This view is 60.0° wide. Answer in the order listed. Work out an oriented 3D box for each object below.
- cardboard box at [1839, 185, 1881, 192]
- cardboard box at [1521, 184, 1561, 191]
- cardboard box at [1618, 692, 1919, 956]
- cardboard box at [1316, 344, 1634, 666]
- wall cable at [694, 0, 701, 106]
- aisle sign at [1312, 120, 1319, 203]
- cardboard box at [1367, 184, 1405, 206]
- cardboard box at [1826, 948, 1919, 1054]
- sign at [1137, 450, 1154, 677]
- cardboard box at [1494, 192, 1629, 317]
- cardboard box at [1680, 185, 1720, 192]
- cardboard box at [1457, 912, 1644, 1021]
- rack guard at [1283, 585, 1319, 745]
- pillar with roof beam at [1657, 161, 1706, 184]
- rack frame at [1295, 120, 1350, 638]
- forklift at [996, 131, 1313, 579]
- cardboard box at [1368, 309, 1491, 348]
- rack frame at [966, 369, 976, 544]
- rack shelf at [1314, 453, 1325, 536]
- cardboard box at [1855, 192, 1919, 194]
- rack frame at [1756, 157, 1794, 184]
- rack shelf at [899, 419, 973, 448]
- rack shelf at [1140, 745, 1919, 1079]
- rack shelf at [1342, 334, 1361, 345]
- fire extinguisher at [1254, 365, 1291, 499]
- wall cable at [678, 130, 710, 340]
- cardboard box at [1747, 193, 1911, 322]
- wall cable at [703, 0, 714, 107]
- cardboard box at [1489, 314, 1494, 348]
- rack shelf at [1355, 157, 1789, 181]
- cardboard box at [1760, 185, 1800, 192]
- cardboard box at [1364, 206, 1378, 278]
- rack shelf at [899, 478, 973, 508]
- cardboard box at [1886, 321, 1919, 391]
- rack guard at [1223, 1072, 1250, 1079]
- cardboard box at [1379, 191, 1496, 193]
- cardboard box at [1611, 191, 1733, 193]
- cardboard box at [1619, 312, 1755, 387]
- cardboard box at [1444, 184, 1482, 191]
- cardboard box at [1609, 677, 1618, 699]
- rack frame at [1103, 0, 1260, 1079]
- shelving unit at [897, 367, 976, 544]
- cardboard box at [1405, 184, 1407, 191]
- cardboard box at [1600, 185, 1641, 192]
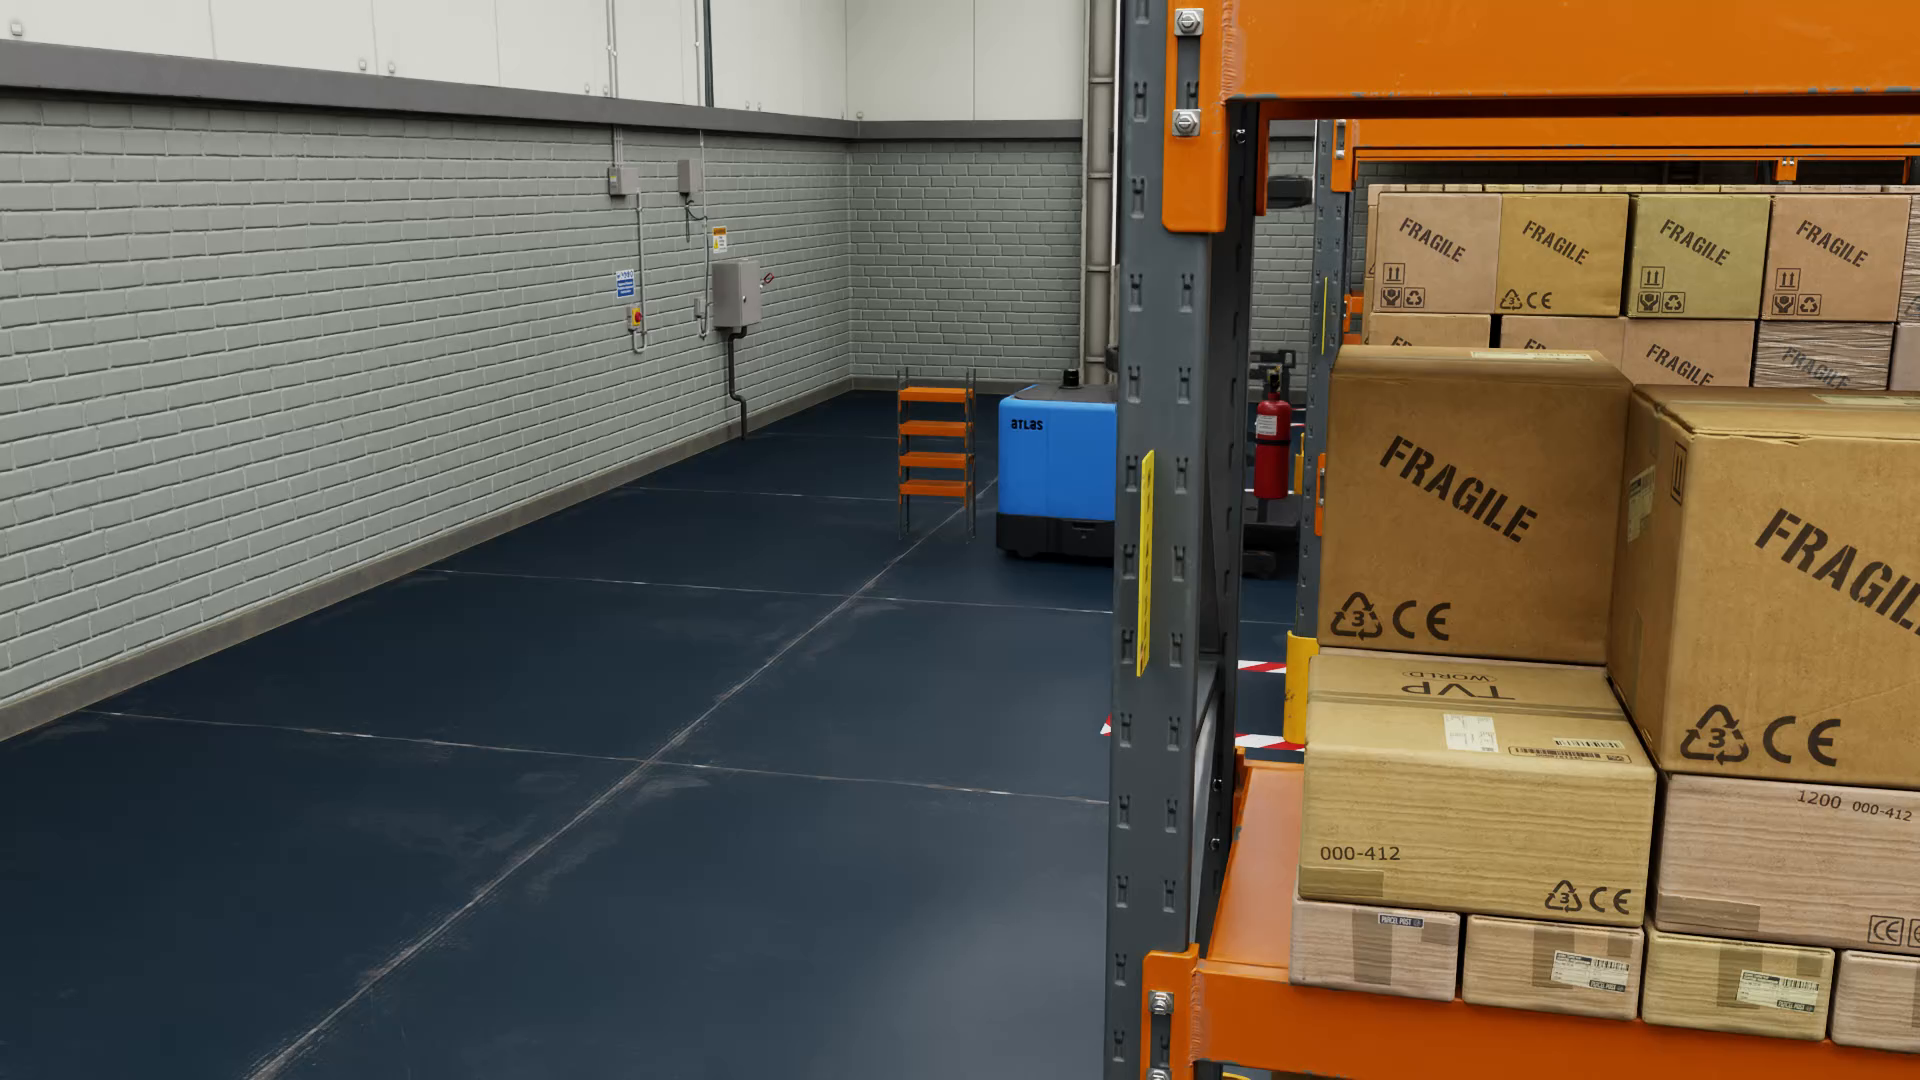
[{"bbox_3d":[6.067,-2.336,11.301,0.250,0.149,0.380,3,13,15],"label":"cardboard box"},{"bbox_3d":[4.091,-2.433,11.737,0.250,0.149,0.380,3,13,14],"label":"cardboard box"},{"bbox_3d":[1.322,0.415,2.598,0.500,0.250,0.500,3,13,13],"label":"cardboard box"},{"bbox_3d":[0.951,-0.089,3.136,0.500,0.500,0.500,3,13,14],"label":"cardboard box"},{"bbox_3d":[-2.618,-5.027,13.617,0.029,3.000,2.355,3,13,14],"label":"wall cable"},{"bbox_3d":[1.558,-1.868,7.226,0.004,0.787,0.394,3,13,14],"label":"aisle sign"},{"bbox_3d":[3.067,-2.481,11.956,0.250,0.149,0.380,3,13,15],"label":"cardboard box"},{"bbox_3d":[1.432,0.630,2.551,0.250,0.149,0.380,3,13,13],"label":"cardboard box"},{"bbox_3d":[0.276,0.035,2.471,0.005,0.325,0.100,3,13,14],"label":"sign"},{"bbox_3d":[2.565,-1.236,7.155,0.500,0.500,0.500,3,13,15],"label":"cardboard box"},{"bbox_3d":[5.071,-2.379,11.495,0.250,0.149,0.380,3,13,12],"label":"cardboard box"},{"bbox_3d":[0.930,0.603,2.670,0.250,0.149,0.380,3,13,13],"label":"cardboard box"},{"bbox_3d":[1.775,0.566,8.028,0.348,0.500,1.175,3,13,14],"label":"rack guard"},{"bbox_3d":[6.367,-4.790,12.548,0.400,9.000,9.100,3,13,14],"label":"pillar with roof beam"},{"bbox_3d":[1.701,-0.658,7.775,0.127,3.000,1.000,3,13,14],"label":"rack frame"},{"bbox_3d":[1.817,-1.313,10.884,3.031,2.935,1.130,4,13,17],"label":"forklift"},{"bbox_3d":[2.071,-0.771,7.365,0.500,0.500,0.500,4,13,16],"label":"cardboard box"},{"bbox_3d":[0.076,-0.582,11.585,0.015,1.200,0.240,3,13,14],"label":"rack frame"},{"bbox_3d":[3.643,-0.203,7.385,4.000,0.370,1.077,3,13,14],"label":"rack shelf"},{"bbox_3d":[4.216,-1.264,7.279,0.500,0.500,0.500,3,13,14],"label":"cardboard box"},{"bbox_3d":[7.858,-2.541,16.261,0.127,3.000,1.000,3,13,14],"label":"rack frame"},{"bbox_3d":[-0.161,-0.747,11.609,0.480,0.148,0.258,3,13,14],"label":"rack shelf"},{"bbox_3d":[2.356,0.835,2.708,4.000,0.370,1.077,3,13,14],"label":"rack shelf"},{"bbox_3d":[4.731,-1.249,12.101,4.000,0.370,1.077,3,13,14],"label":"rack shelf"},{"bbox_3d":[1.567,-0.549,8.320,0.183,0.674,0.296,3,13,14],"label":"fire extinguisher"},{"bbox_3d":[-2.363,-2.787,15.024,0.122,1.984,0.588,3,13,14],"label":"wall cable"},{"bbox_3d":[3.560,-1.179,6.897,0.500,0.500,0.500,3,13,12],"label":"cardboard box"},{"bbox_3d":[-1.914,-5.629,16.244,0.133,3.039,2.988,3,13,14],"label":"wall cable"},{"bbox_3d":[2.698,-0.855,7.746,0.500,0.500,0.500,3,13,13],"label":"cardboard box"},{"bbox_3d":[5.916,-3.758,16.481,4.000,0.370,1.077,3,13,14],"label":"rack shelf"},{"bbox_3d":[5.577,-2.360,11.410,0.250,0.149,0.380,3,13,13],"label":"cardboard box"},{"bbox_3d":[3.187,-2.157,11.989,0.500,0.500,0.500,3,13,12],"label":"cardboard box"},{"bbox_3d":[-0.161,-0.335,11.700,0.480,0.148,0.258,3,13,14],"label":"rack shelf"},{"bbox_3d":[4.061,-0.664,6.882,0.500,0.500,0.500,3,13,13],"label":"cardboard box"},{"bbox_3d":[0.391,1.599,3.374,0.348,0.500,1.175,3,13,14],"label":"rack guard"},{"bbox_3d":[2.205,-1.369,7.753,0.500,0.500,0.500,3,13,12],"label":"cardboard box"},{"bbox_3d":[3.204,-1.318,7.521,0.500,0.500,0.500,4,13,16],"label":"cardboard box"},{"bbox_3d":[3.069,-0.720,7.138,0.500,0.500,0.500,3,13,14],"label":"cardboard box"},{"bbox_3d":[3.564,-2.445,11.792,0.250,0.149,0.380,3,13,15],"label":"cardboard box"},{"bbox_3d":[1.441,0.303,3.101,0.500,0.250,0.500,3,13,13],"label":"cardboard box"},{"bbox_3d":[0.415,0.379,3.101,0.053,2.616,0.949,3,13,14],"label":"rack frame"},{"bbox_3d":[-0.161,-0.594,11.643,0.503,1.200,0.258,3,13,14],"label":"shelving unit"},{"bbox_3d":[3.438,-2.573,12.371,0.250,0.149,0.380,3,13,15],"label":"cardboard box"},{"bbox_3d":[4.563,-2.392,11.553,0.250,0.149,0.380,3,13,12],"label":"cardboard box"}]
